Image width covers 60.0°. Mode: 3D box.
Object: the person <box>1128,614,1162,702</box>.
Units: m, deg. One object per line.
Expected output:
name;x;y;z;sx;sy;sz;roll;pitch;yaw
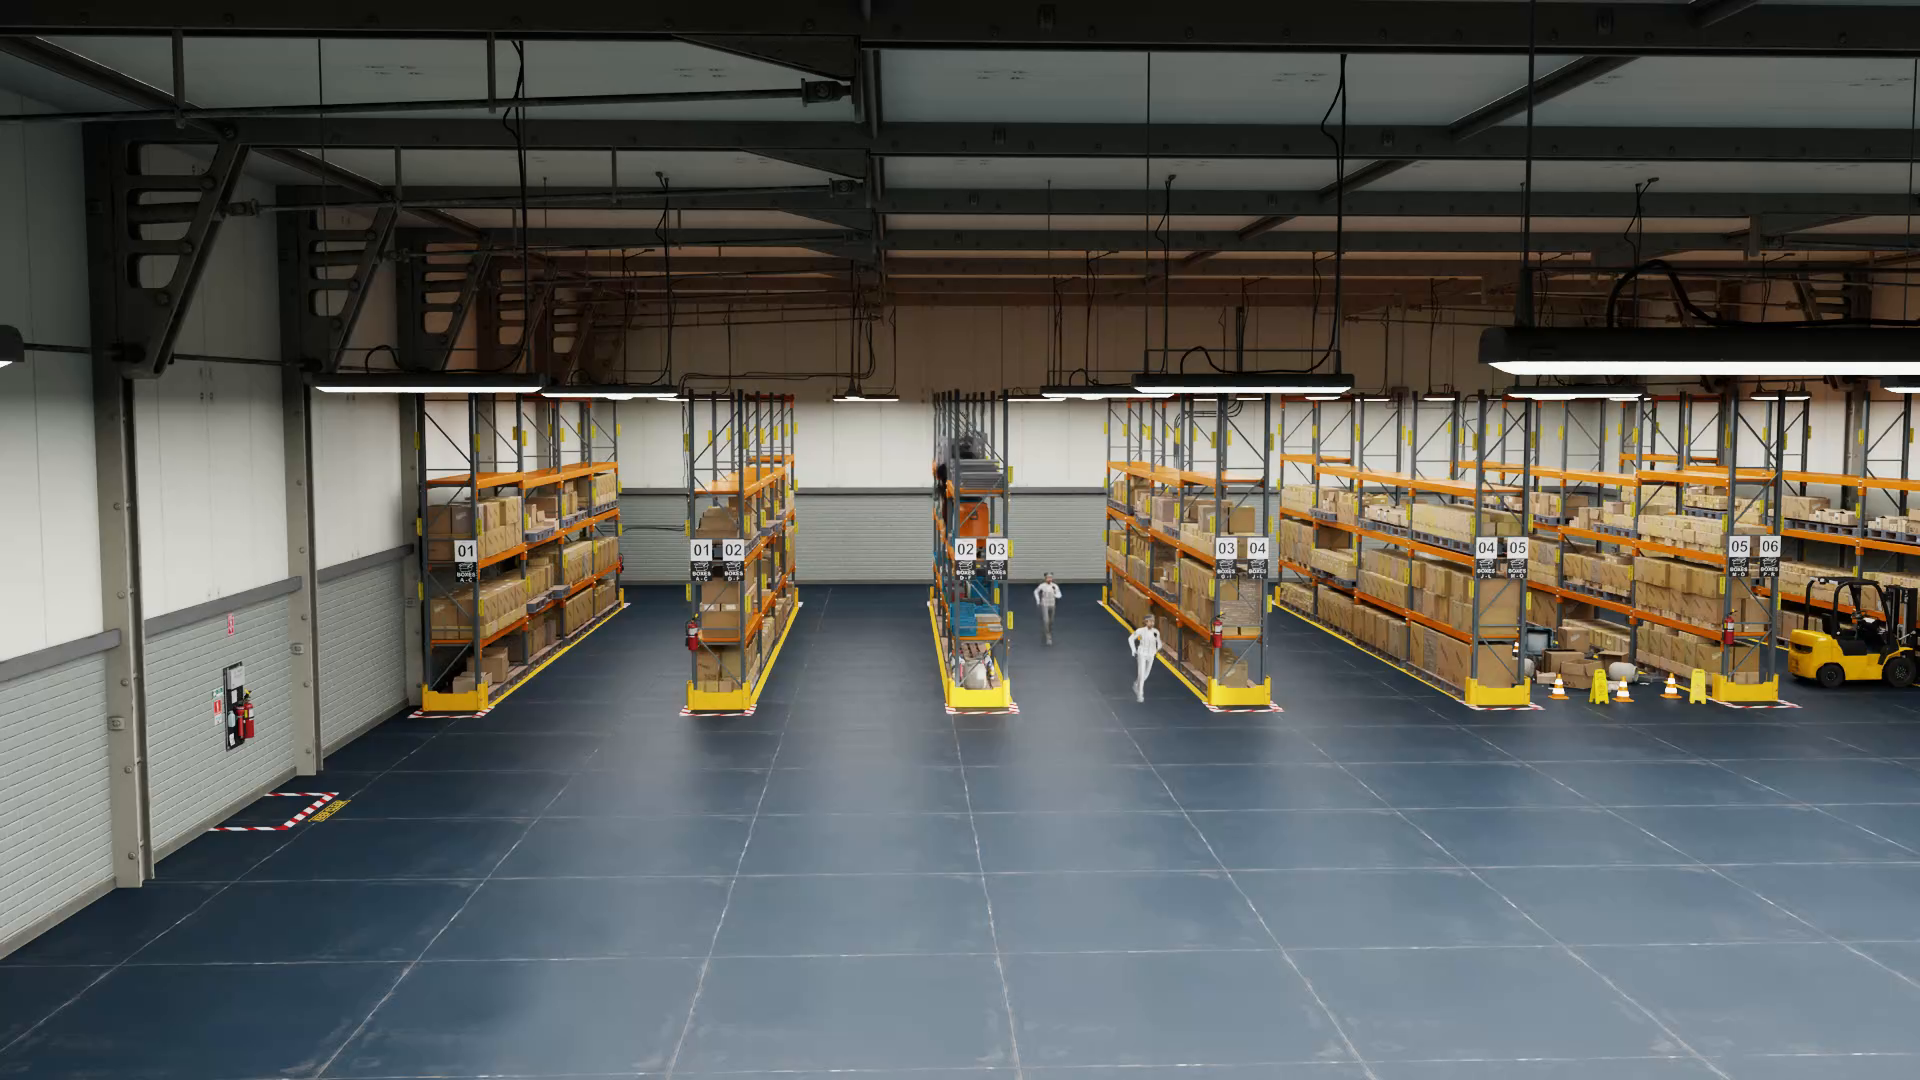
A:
person;3.620;2.271;32.391;0.654;1.673;0.783;-1;5;-11

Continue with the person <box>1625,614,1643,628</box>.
person;16.574;1.593;40.820;0.504;1.638;0.708;0;5;-4

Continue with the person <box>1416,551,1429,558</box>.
person;13.744;0.844;49.310;0.902;1.761;0.729;1;5;8

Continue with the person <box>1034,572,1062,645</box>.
person;2.125;1.608;39.867;0.604;1.700;0.896;-1;5;-12
